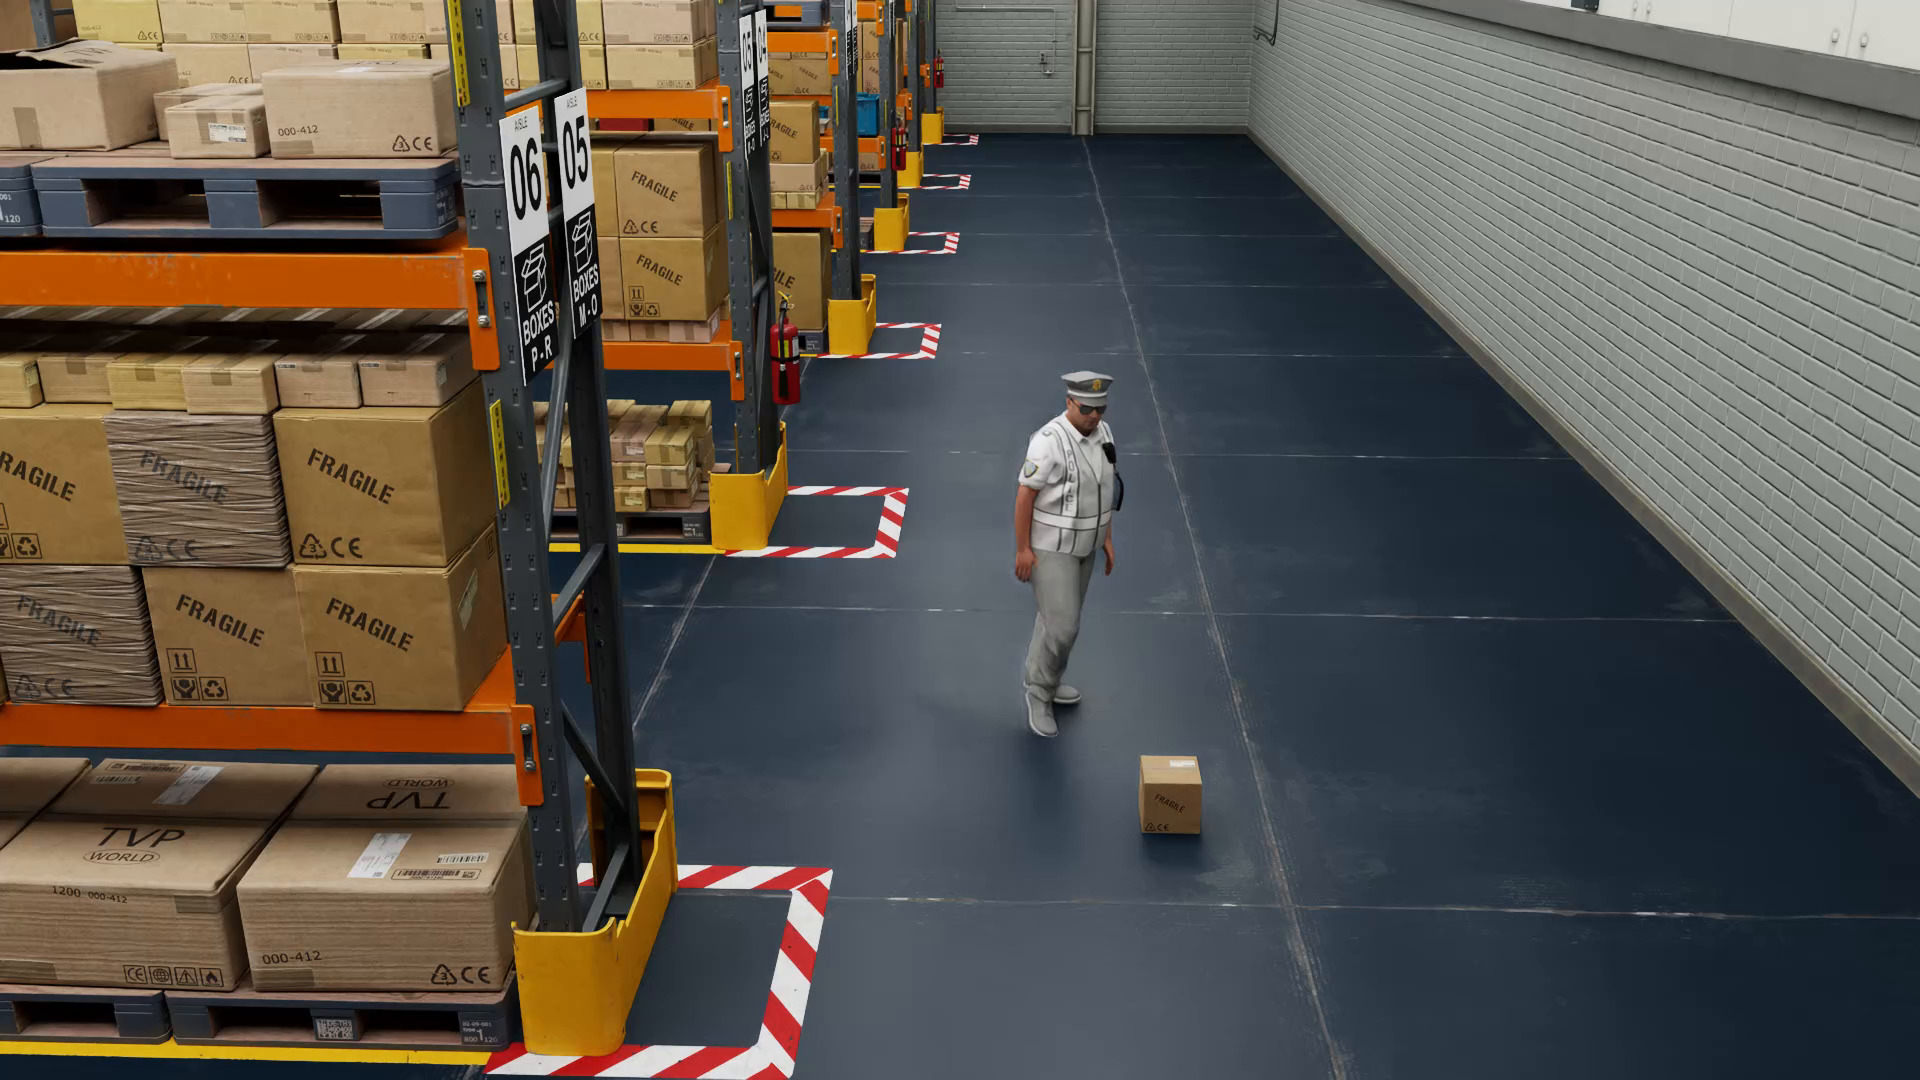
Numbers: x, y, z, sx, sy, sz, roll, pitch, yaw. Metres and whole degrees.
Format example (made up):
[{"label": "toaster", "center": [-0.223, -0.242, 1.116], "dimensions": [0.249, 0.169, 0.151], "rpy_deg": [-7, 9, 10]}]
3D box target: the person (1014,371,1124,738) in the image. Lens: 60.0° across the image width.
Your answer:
[{"label": "person", "center": [0.490, 0.037, 8.072], "dimensions": [0.483, 1.779, 0.584], "rpy_deg": [16, 26, 36]}]
